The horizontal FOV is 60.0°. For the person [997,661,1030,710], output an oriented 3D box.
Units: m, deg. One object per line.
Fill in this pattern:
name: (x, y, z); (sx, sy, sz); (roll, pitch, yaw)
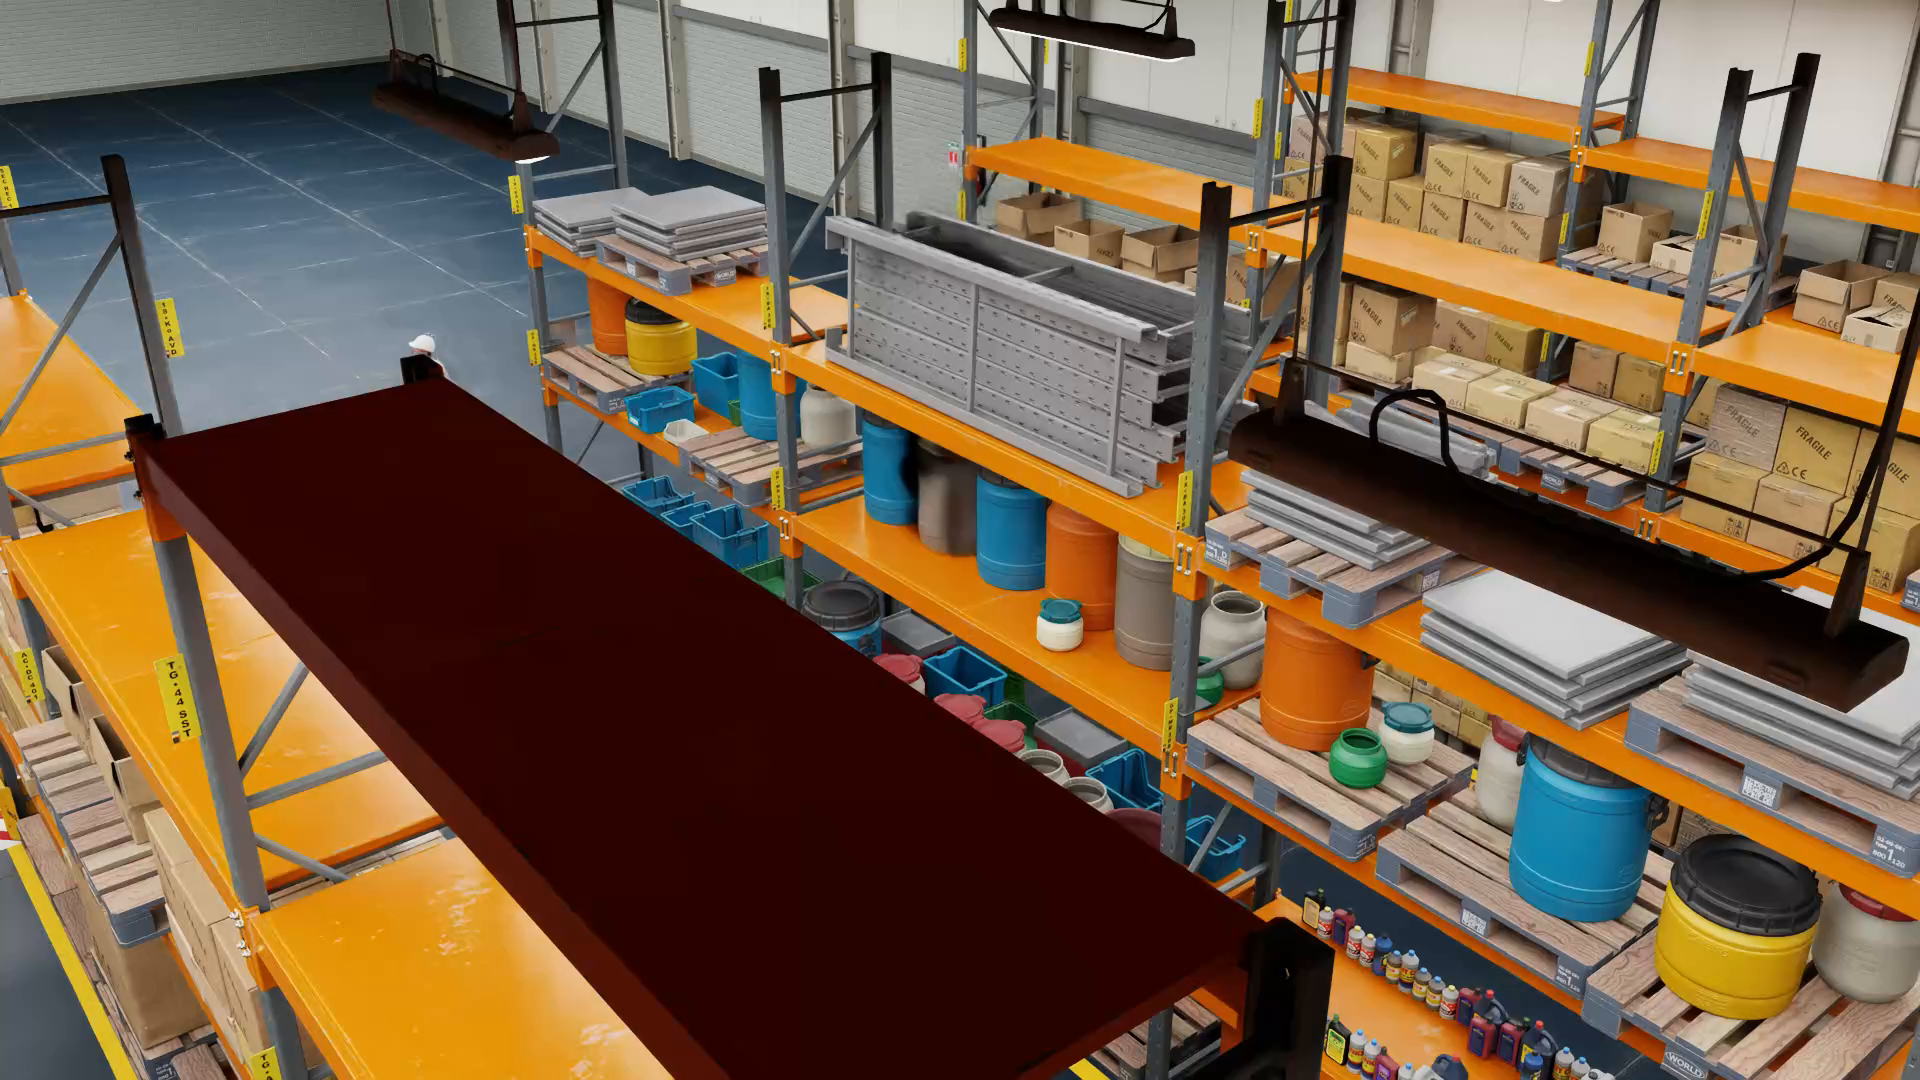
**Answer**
person: (0.489, 1.028, 14.101); (0.645, 1.841, 0.767); (-23, 34, -39)

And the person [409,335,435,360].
person: (-6.189, -1.568, 19.520); (0.733, 1.736, 0.661); (-10, 28, -21)
